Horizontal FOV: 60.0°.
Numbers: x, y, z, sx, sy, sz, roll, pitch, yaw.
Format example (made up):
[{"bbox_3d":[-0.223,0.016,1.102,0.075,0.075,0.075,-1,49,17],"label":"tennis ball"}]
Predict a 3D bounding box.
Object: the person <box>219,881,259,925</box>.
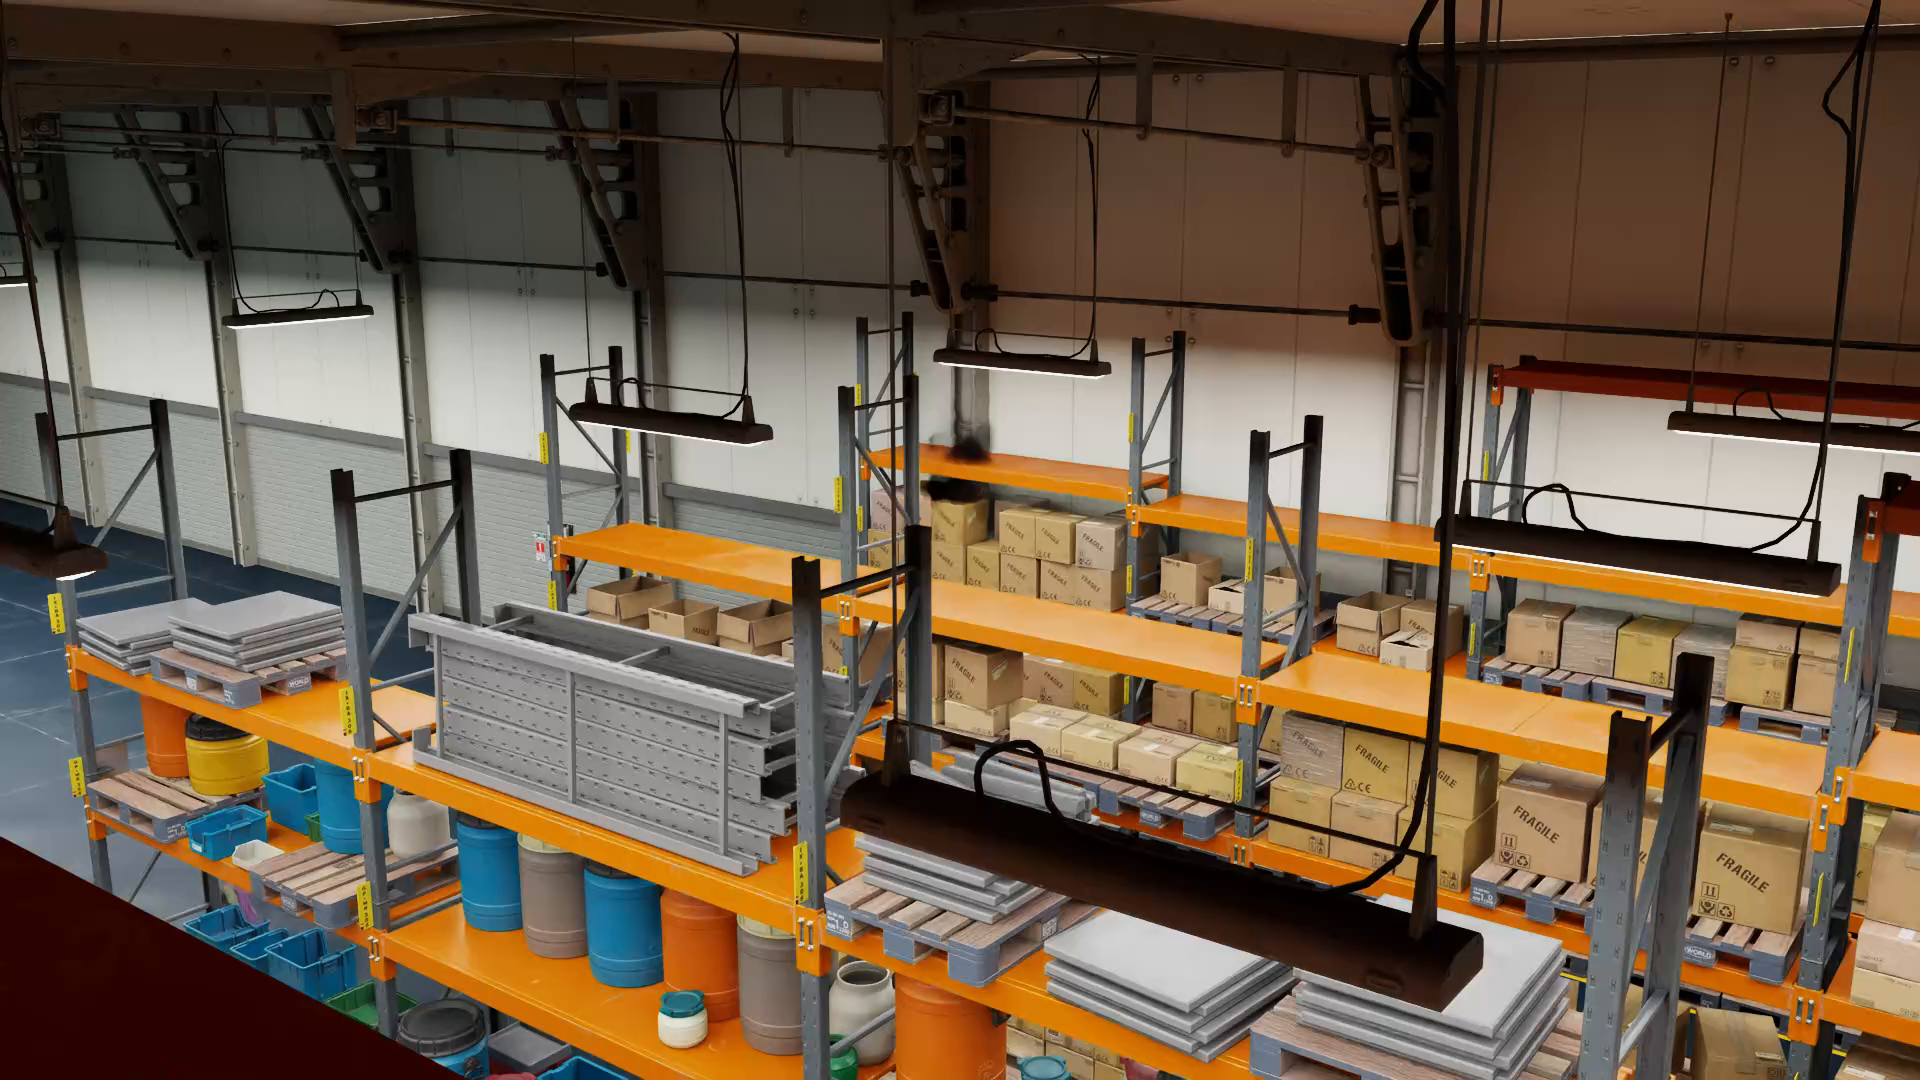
[{"bbox_3d":[-6.939,3.703,15.883,0.543,1.535,0.543,2,13,9],"label":"person"}]
